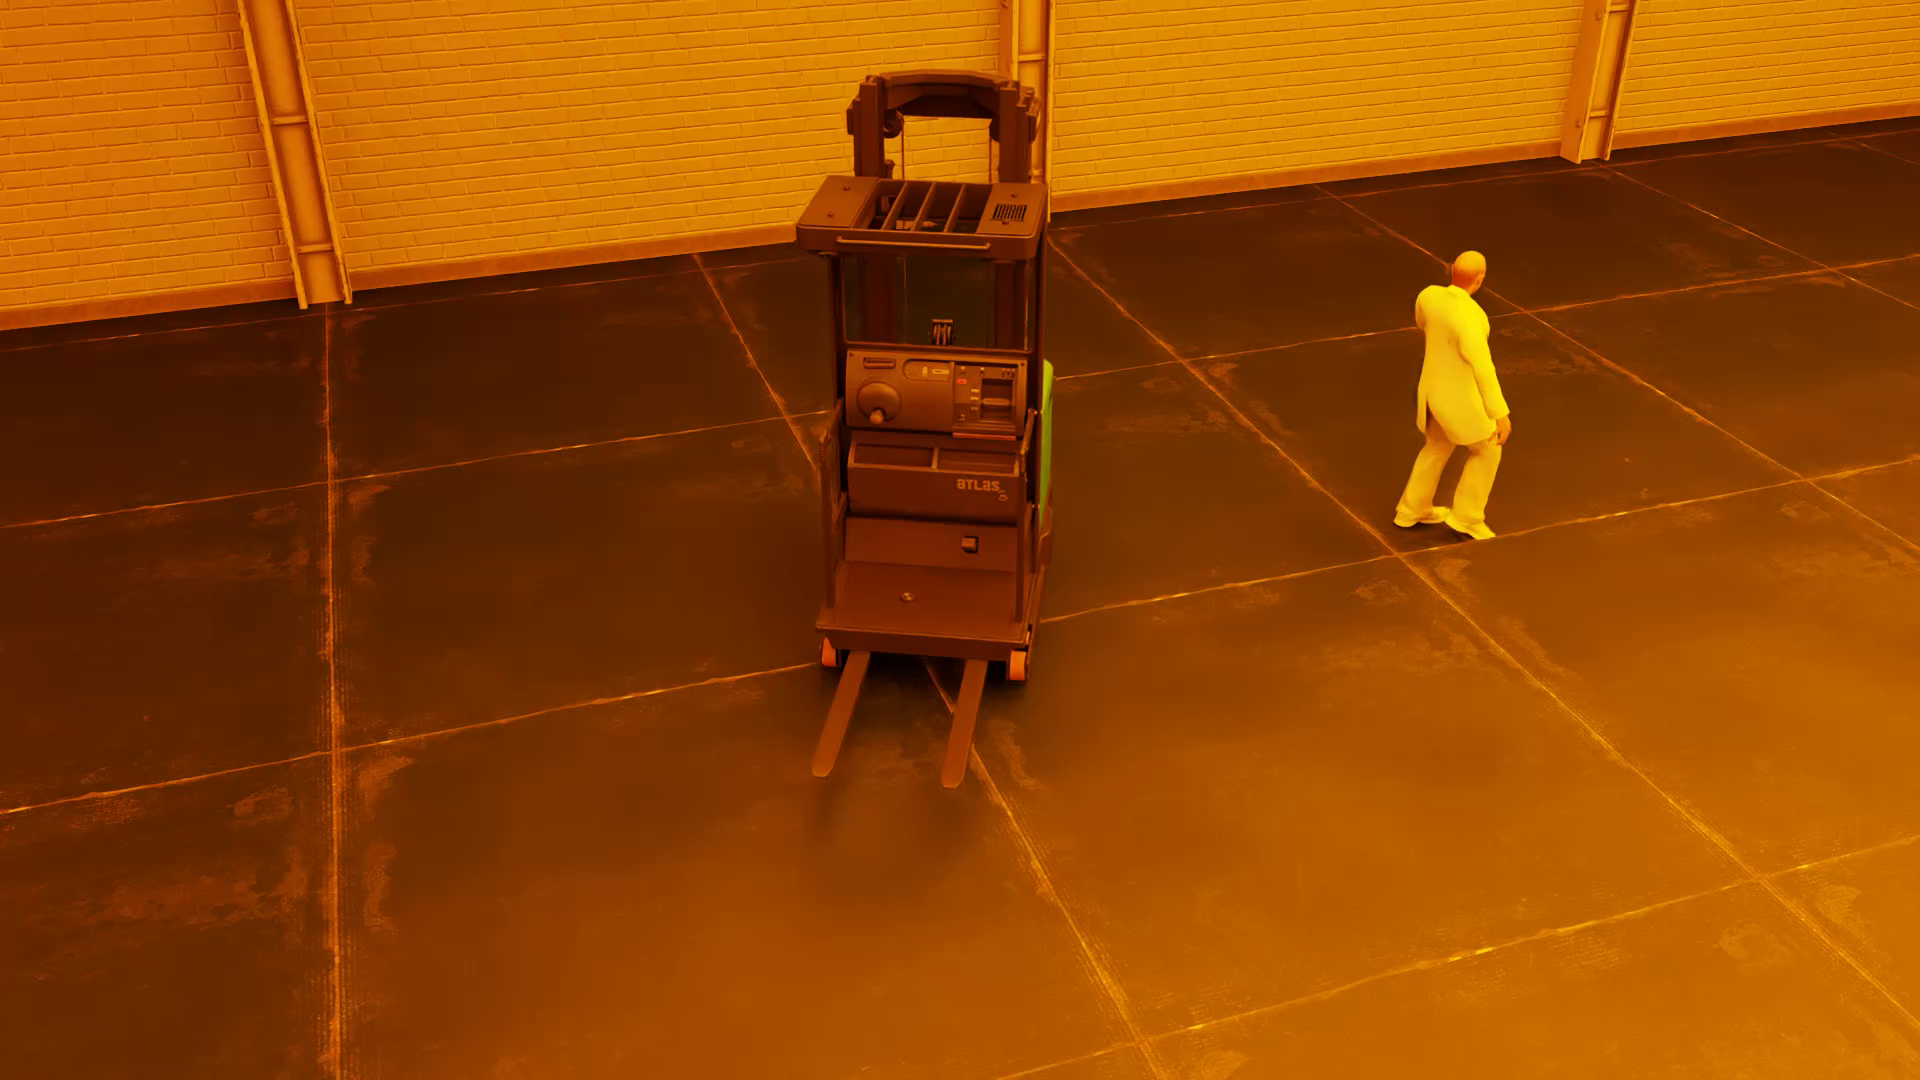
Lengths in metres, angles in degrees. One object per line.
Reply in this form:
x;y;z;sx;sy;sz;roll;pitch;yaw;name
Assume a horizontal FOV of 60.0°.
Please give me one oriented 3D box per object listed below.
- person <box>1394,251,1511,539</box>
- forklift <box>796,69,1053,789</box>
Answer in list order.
2.951;-0.832;9.771;0.559;1.809;0.994;-7;31;-12;person
-0.149;-0.712;8.325;1.130;2.935;3.031;4;30;7;forklift
